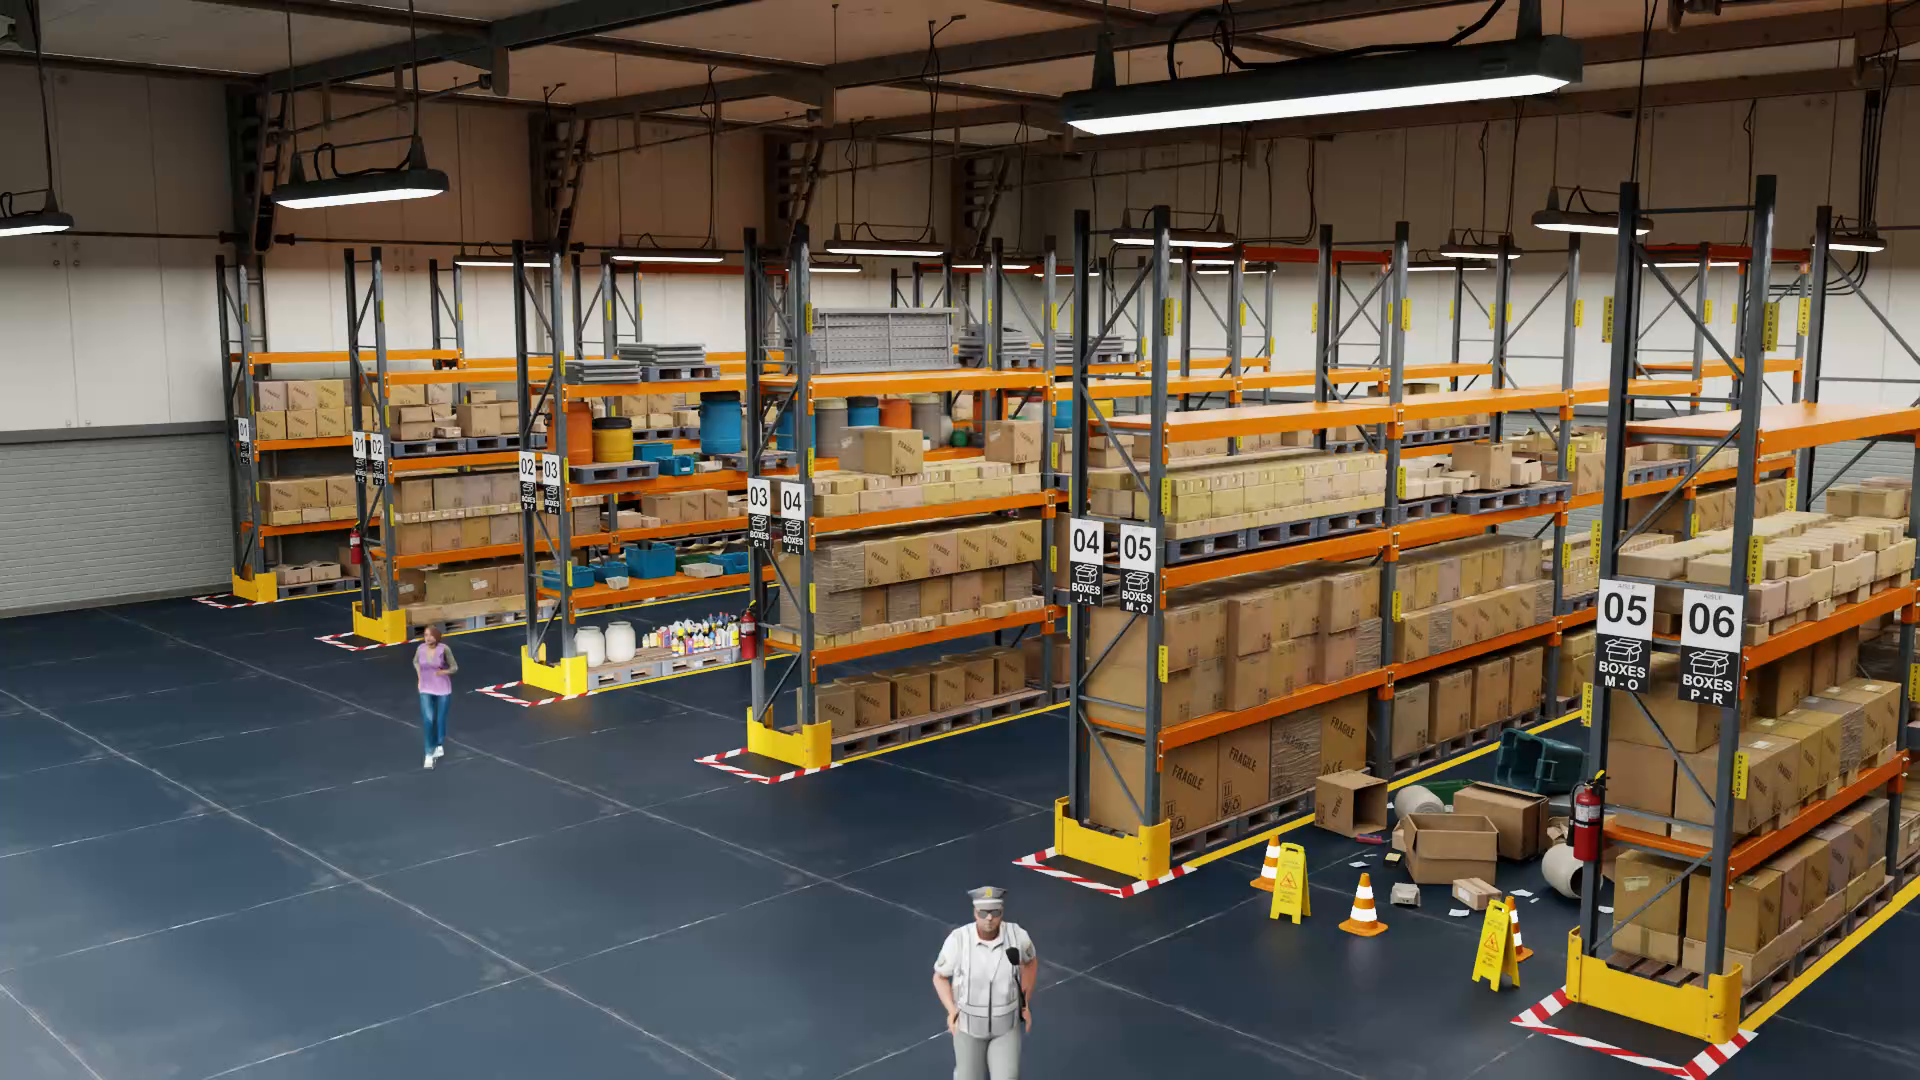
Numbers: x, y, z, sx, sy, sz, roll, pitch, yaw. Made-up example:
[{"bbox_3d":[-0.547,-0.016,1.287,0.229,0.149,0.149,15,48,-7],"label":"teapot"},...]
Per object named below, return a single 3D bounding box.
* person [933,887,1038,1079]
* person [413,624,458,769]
[{"bbox_3d":[0.159,2.895,10.114,0.653,1.756,0.822,-1,8,-7],"label":"person"},{"bbox_3d":[-5.890,1.751,18.701,0.506,1.641,0.696,-2,8,-12],"label":"person"}]
